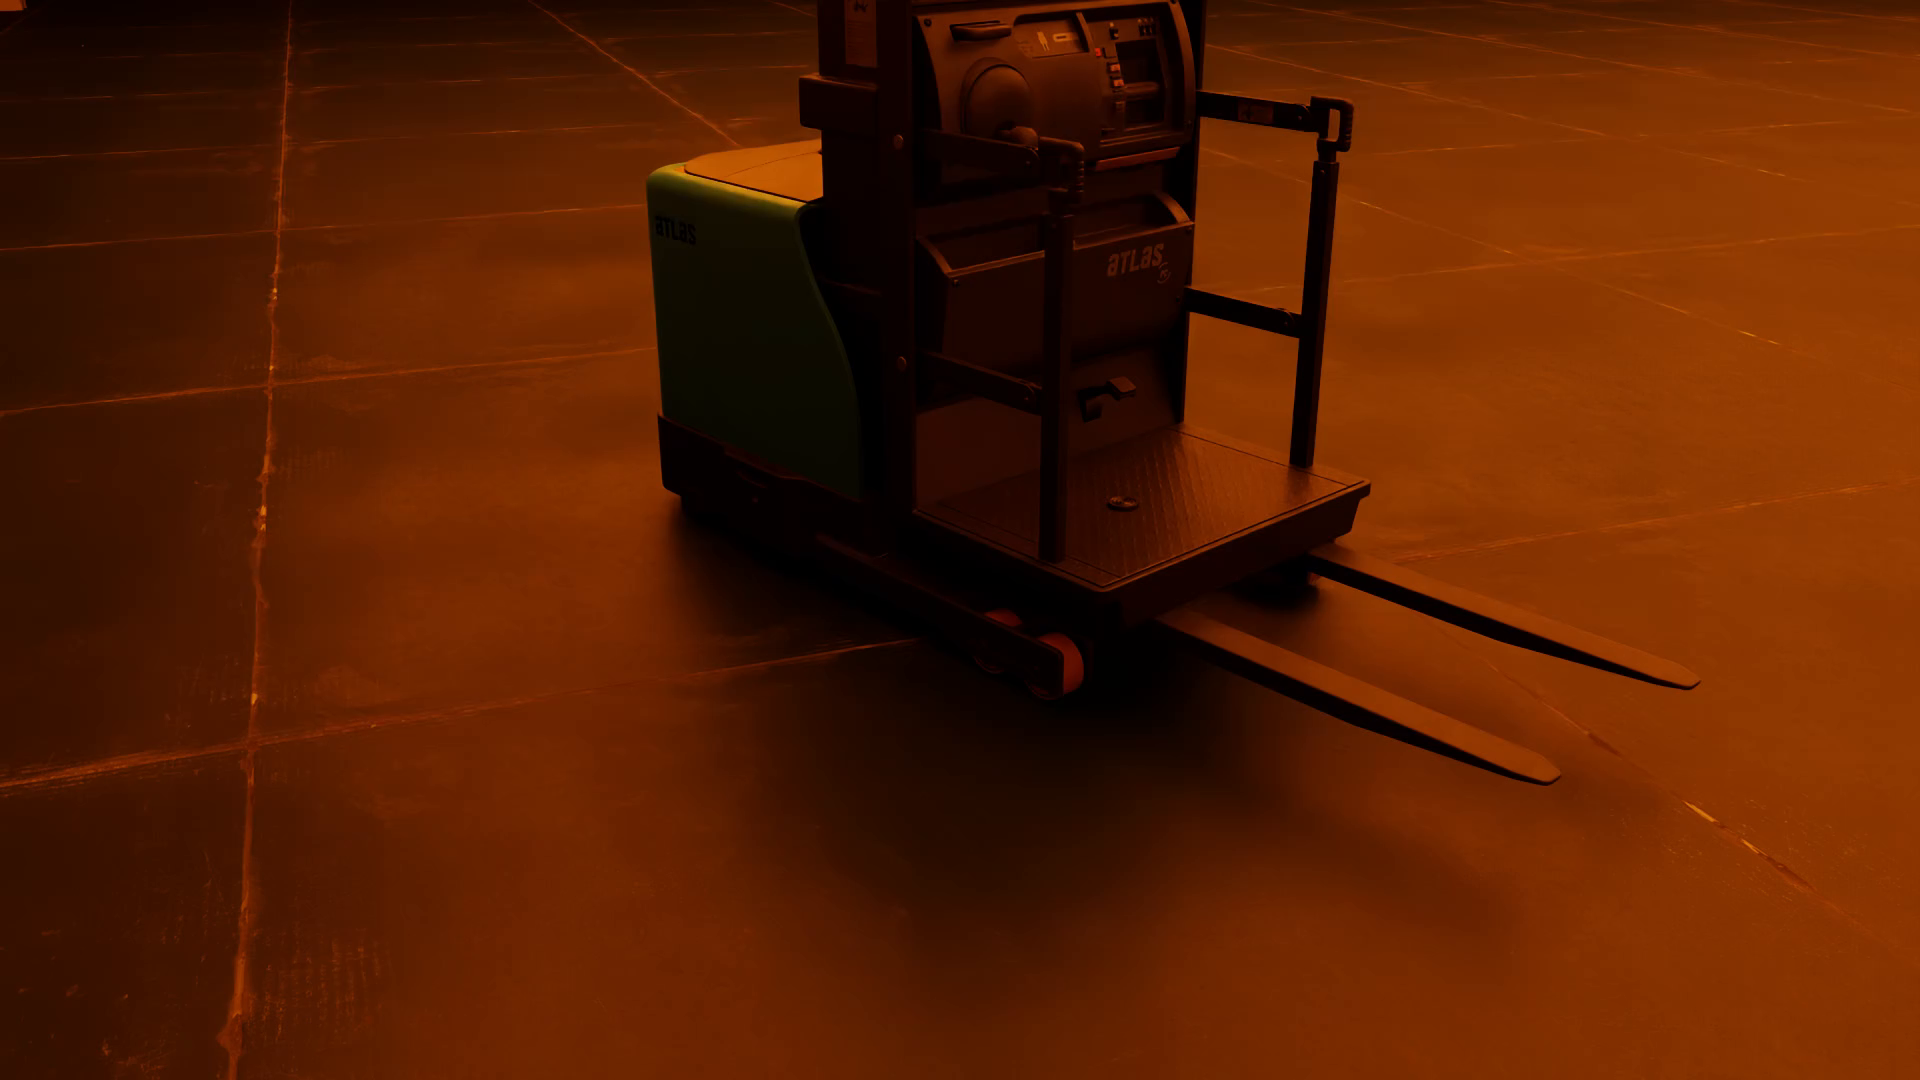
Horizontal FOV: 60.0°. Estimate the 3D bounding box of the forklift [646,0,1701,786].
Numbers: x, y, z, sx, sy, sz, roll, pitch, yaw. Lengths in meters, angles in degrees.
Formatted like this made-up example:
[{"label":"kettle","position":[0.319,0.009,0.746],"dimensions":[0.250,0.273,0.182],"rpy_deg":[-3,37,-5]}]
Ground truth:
[{"label":"forklift","position":[0.409,-1.176,4.096],"dimensions":[1.130,2.935,3.031],"rpy_deg":[-19,30,-38]}]
